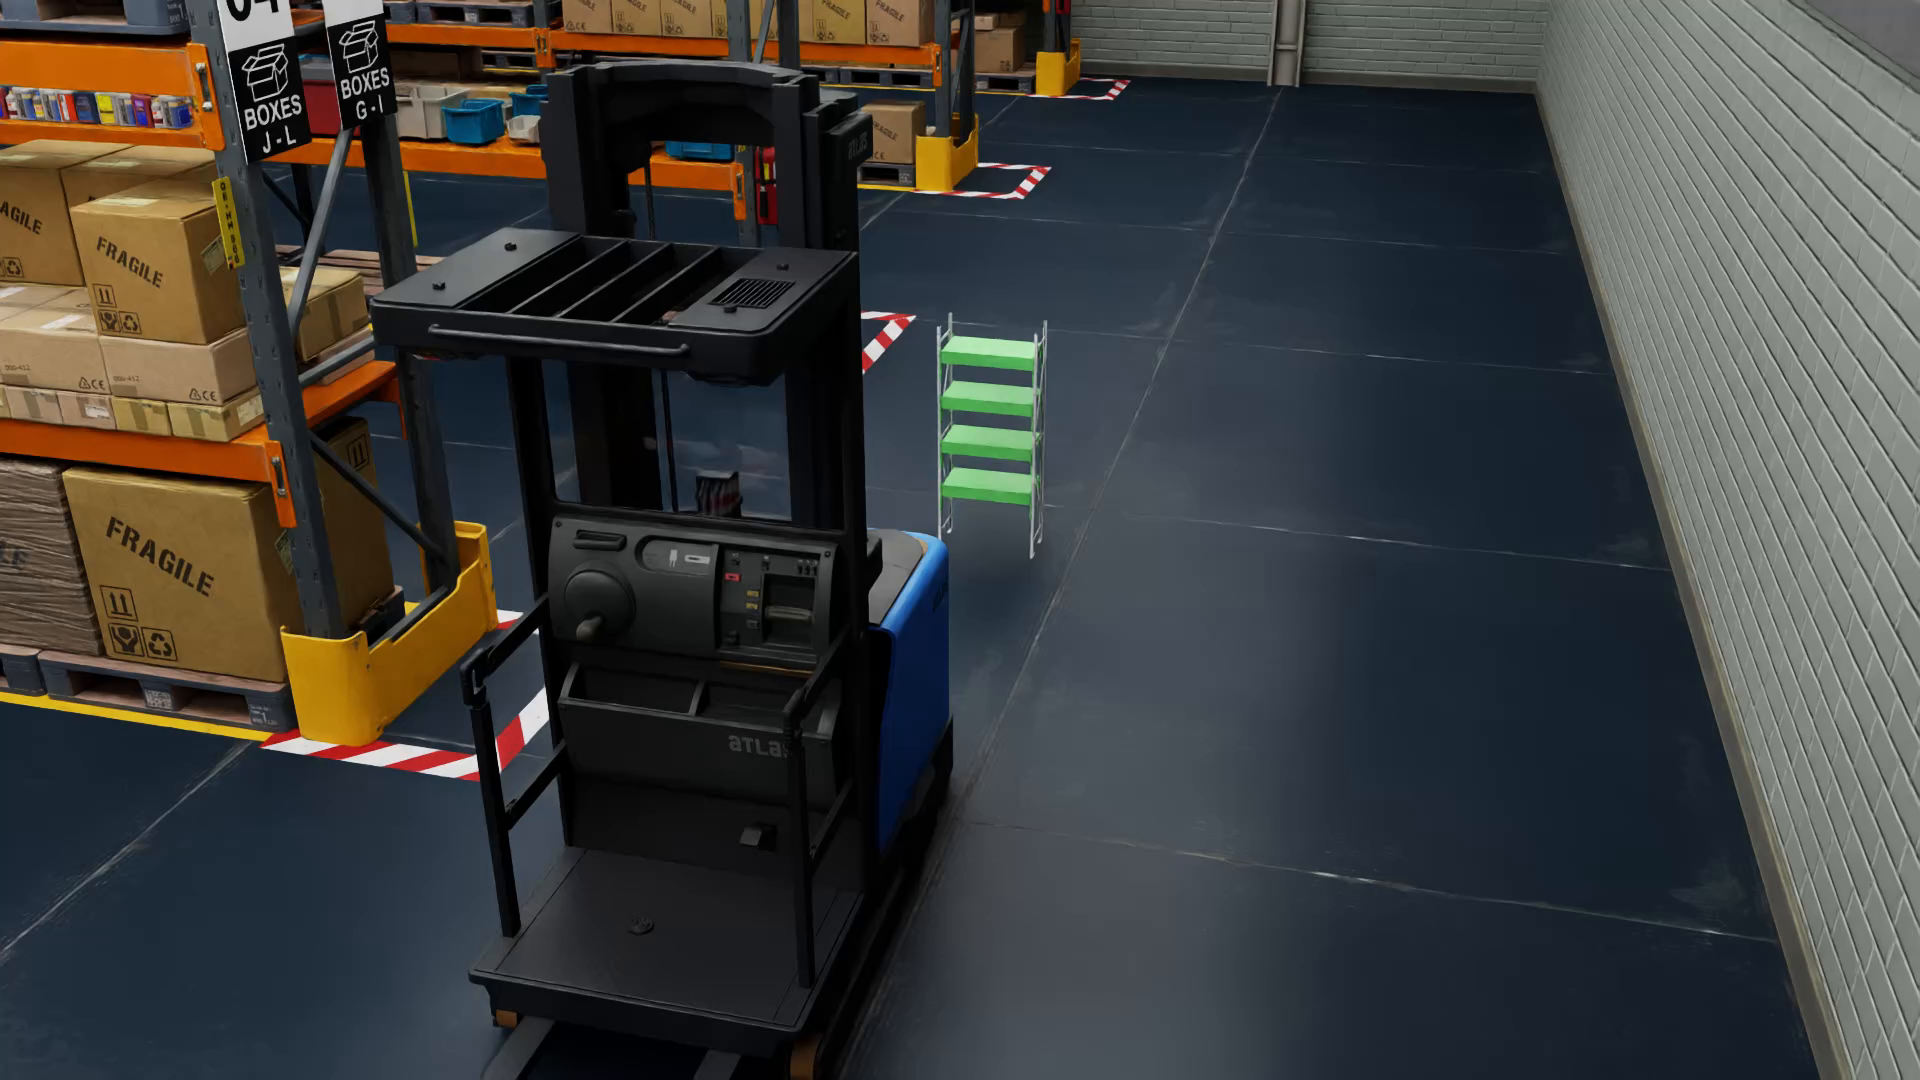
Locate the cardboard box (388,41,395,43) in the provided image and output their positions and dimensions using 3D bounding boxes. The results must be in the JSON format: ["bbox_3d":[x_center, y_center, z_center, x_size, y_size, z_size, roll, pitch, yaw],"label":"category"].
[{"bbox_3d":[-7.272,-6.918,22.187,0.500,0.500,0.700,7,26,14],"label":"cardboard box"}]

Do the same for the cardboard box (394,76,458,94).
[{"bbox_3d":[-5.430,-4.415,16.931,0.500,0.500,0.500,7,26,14],"label":"cardboard box"}]

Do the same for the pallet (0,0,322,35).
[{"bbox_3d":[-3.236,-2.139,6.367,1.213,0.211,1.003,6,26,13],"label":"pallet"}]

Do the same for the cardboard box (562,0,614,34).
[{"bbox_3d":[-3.492,-5.179,16.022,0.500,0.500,0.500,7,26,14],"label":"cardboard box"}]

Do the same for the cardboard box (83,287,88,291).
[{"bbox_3d":[-3.418,-1.033,7.258,0.500,0.250,0.500,6,26,12],"label":"cardboard box"}]

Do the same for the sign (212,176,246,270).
[{"bbox_3d":[-2.664,-1.155,6.064,0.005,0.325,0.100,6,26,13],"label":"sign"}]

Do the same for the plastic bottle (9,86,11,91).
[{"bbox_3d":[-7.424,-3.627,13.015,0.133,0.283,0.061,6,26,13],"label":"plastic bottle"}]

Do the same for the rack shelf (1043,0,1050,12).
[{"bbox_3d":[-0.751,-6.825,20.434,4.000,0.370,1.077,6,26,13],"label":"rack shelf"}]

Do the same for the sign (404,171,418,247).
[{"bbox_3d":[-2.371,-1.407,7.116,0.005,0.325,0.100,6,26,13],"label":"sign"}]

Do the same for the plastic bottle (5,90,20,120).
[{"bbox_3d":[-6.934,-3.191,12.194,0.097,0.201,0.097,0,25,0],"label":"plastic bottle"}]

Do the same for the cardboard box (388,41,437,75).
[{"bbox_3d":[-5.780,-5.024,17.337,0.500,0.250,0.500,6,26,12],"label":"cardboard box"}]

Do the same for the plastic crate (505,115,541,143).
[{"bbox_3d":[-2.960,-2.812,11.404,0.250,0.136,0.298,6,26,13],"label":"plastic crate"}]

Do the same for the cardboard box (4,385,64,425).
[{"bbox_3d":[-3.679,-0.619,6.853,0.250,0.149,0.380,7,26,14],"label":"cardboard box"}]

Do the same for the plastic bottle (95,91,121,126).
[{"bbox_3d":[-6.127,-3.180,11.997,0.185,0.351,0.144,6,26,13],"label":"plastic bottle"}]

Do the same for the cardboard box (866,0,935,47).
[{"bbox_3d":[-0.546,-4.853,15.338,0.500,0.500,0.500,7,26,15],"label":"cardboard box"}]

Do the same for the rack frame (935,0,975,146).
[{"bbox_3d":[-0.044,-4.873,15.497,0.127,3.000,1.000,6,26,13],"label":"rack frame"}]

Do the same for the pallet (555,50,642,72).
[{"bbox_3d":[-4.639,-6.286,21.708,1.213,0.211,1.003,6,26,13],"label":"pallet"}]

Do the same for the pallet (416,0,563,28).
[{"bbox_3d":[-4.665,-5.346,16.713,1.213,0.211,1.003,6,26,13],"label":"pallet"}]

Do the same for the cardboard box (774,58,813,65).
[{"bbox_3d":[-1.989,-6.303,20.918,0.500,0.500,0.700,7,26,14],"label":"cardboard box"}]

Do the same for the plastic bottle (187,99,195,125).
[{"bbox_3d":[-5.604,-3.112,12.028,0.097,0.201,0.097,0,25,0],"label":"plastic bottle"}]

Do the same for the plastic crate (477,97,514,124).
[{"bbox_3d":[-3.394,-3.087,11.981,0.466,0.136,0.293,6,26,13],"label":"plastic crate"}]

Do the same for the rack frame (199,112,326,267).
[{"bbox_3d":[-5.155,-3.240,12.066,0.127,3.000,1.000,6,26,13],"label":"rack frame"}]

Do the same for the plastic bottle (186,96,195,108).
[{"bbox_3d":[-5.863,-3.431,12.612,0.135,0.276,0.152,6,26,13],"label":"plastic bottle"}]

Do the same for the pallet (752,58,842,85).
[{"bbox_3d":[-1.971,-5.991,21.089,1.213,0.211,1.003,6,26,13],"label":"pallet"}]

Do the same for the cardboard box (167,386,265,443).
[{"bbox_3d":[-2.942,-0.537,6.681,0.250,0.149,0.380,7,26,14],"label":"cardboard box"}]

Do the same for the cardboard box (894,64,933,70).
[{"bbox_3d":[-0.489,-6.137,20.571,0.500,0.500,0.700,5,26,11],"label":"cardboard box"}]

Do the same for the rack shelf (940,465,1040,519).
[{"bbox_3d":[0.160,-0.250,8.585,0.480,0.148,0.258,6,26,13],"label":"rack shelf"}]

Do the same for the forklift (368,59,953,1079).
[{"bbox_3d":[-0.882,0.190,4.940,1.130,2.935,3.031,6,26,13],"label":"forklift"}]

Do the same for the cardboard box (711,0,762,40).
[{"bbox_3d":[-2.019,-5.017,15.682,0.500,0.500,0.500,6,26,12],"label":"cardboard box"}]

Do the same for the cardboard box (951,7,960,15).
[{"bbox_3d":[-0.079,-6.474,20.524,0.250,0.149,0.380,7,26,13],"label":"cardboard box"}]

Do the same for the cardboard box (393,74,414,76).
[{"bbox_3d":[-5.817,-4.688,17.504,0.500,0.500,0.500,5,26,11],"label":"cardboard box"}]

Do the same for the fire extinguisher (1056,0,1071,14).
[{"bbox_3d":[1.217,-6.524,19.489,0.183,0.674,0.296,6,26,13],"label":"fire extinguisher"}]

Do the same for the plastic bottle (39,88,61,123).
[{"bbox_3d":[-6.590,-3.199,12.124,0.135,0.276,0.152,6,26,13],"label":"plastic bottle"}]

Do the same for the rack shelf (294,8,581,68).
[{"bbox_3d":[-5.855,-5.191,17.001,4.000,0.370,1.077,6,26,13],"label":"rack shelf"}]

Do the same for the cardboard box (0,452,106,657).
[{"bbox_3d":[-4.036,-0.113,7.480,0.875,0.875,0.875,6,26,13],"label":"cardboard box"}]

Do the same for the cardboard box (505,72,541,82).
[{"bbox_3d":[-4.326,-4.525,17.161,0.500,0.500,0.500,5,26,11],"label":"cardboard box"}]

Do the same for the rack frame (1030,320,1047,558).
[{"bbox_3d":[0.397,-0.498,8.400,0.015,1.200,0.240,6,26,13],"label":"rack frame"}]

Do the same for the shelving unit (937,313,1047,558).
[{"bbox_3d":[0.160,-0.524,8.455,0.503,1.200,0.258,6,26,13],"label":"shelving unit"}]

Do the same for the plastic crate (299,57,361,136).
[{"bbox_3d":[-4.353,-3.096,11.619,0.583,0.464,0.402,6,26,13],"label":"plastic crate"}]

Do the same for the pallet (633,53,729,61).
[{"bbox_3d":[-3.454,-6.156,21.436,1.213,0.211,1.003,6,26,13],"label":"pallet"}]

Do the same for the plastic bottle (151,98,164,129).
[{"bbox_3d":[-5.737,-3.059,11.916,0.097,0.201,0.097,0,25,0],"label":"plastic bottle"}]

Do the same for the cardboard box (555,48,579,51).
[{"bbox_3d":[-5.036,-6.782,21.517,0.750,0.750,0.750,6,26,13],"label":"cardboard box"}]

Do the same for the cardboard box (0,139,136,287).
[{"bbox_3d":[-3.900,-1.425,7.210,0.500,0.500,0.500,6,26,12],"label":"cardboard box"}]

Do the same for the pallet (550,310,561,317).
[{"bbox_3d":[-3.248,-1.788,12.261,1.213,0.211,1.003,6,26,13],"label":"pallet"}]

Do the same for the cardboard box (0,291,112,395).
[{"bbox_3d":[-3.541,-0.812,6.795,0.500,0.250,0.500,6,26,12],"label":"cardboard box"}]

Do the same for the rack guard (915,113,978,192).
[{"bbox_3d":[-0.118,-3.753,16.051,0.348,0.500,1.175,6,26,13],"label":"rack guard"}]
